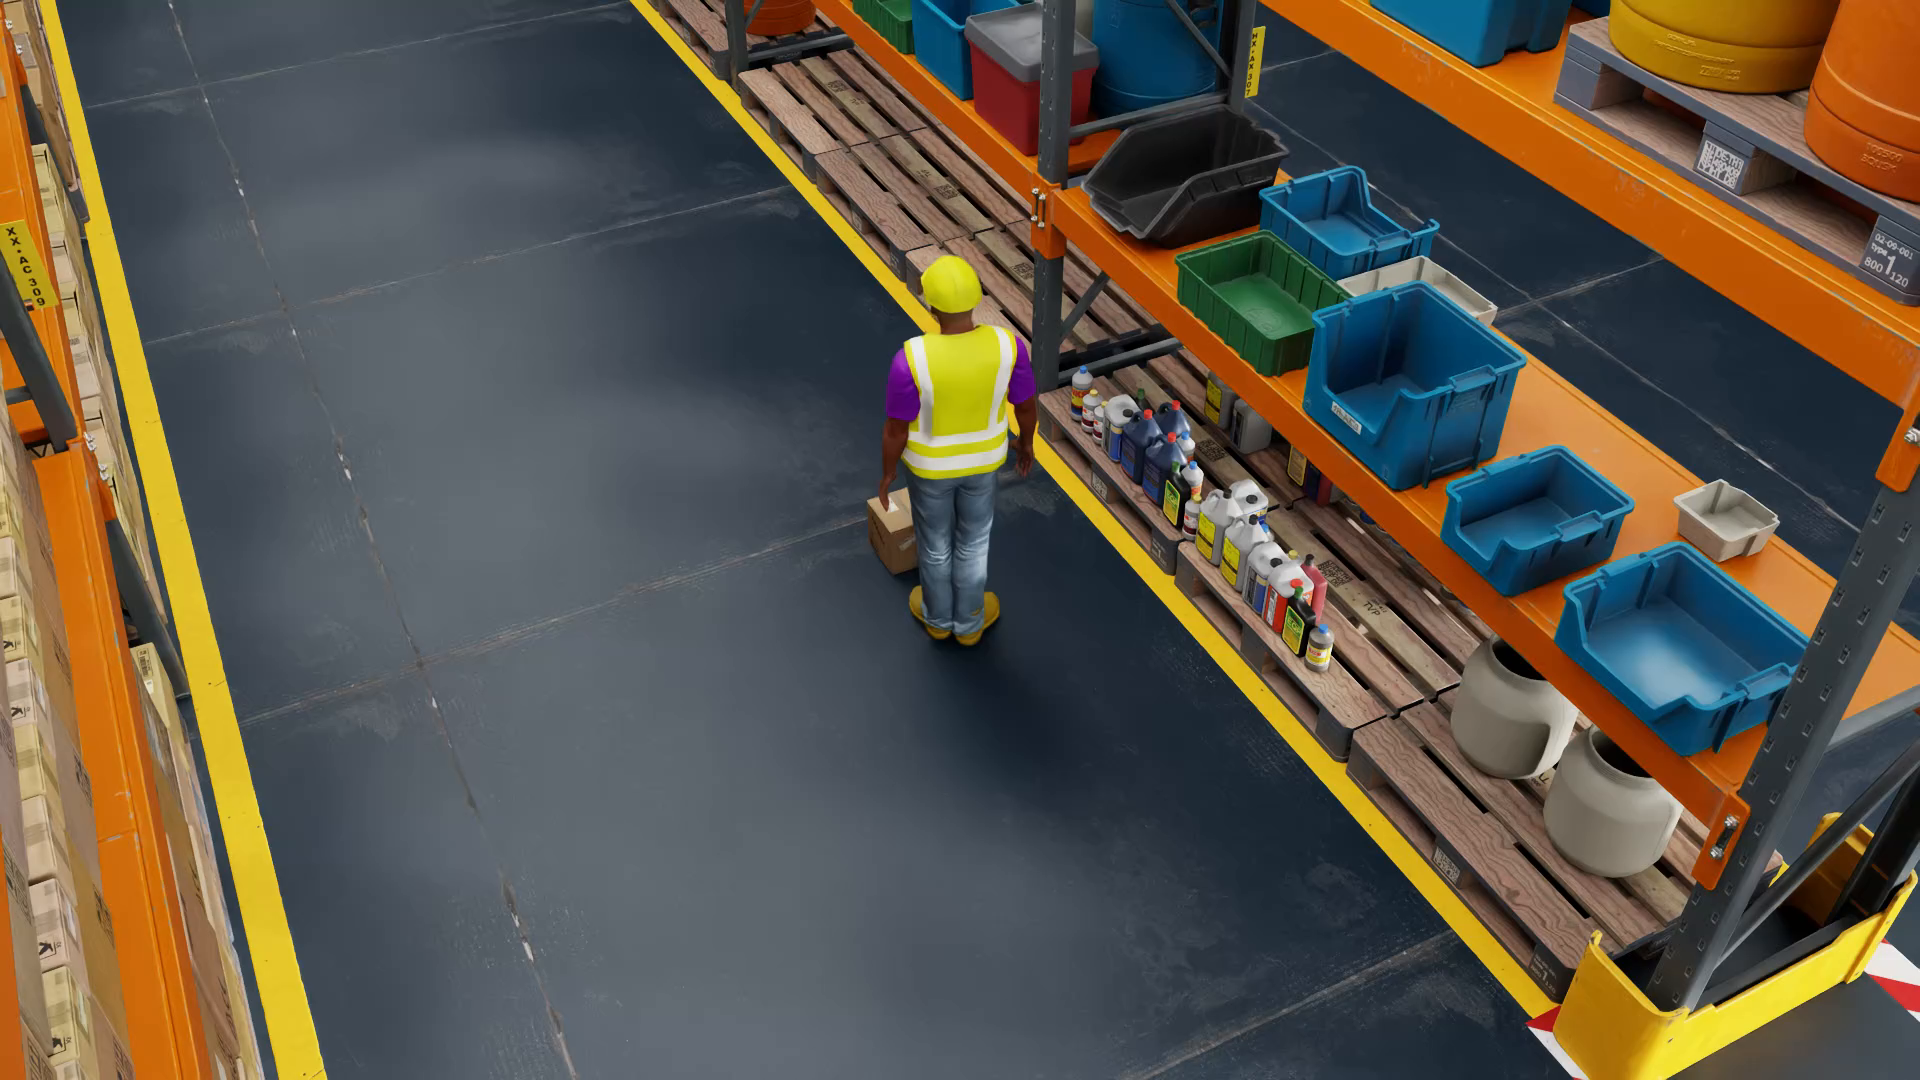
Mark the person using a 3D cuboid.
[{"bbox_3d":[-0.016,-0.331,6.494,0.643,1.766,0.377,-8,42,-9],"label":"person"}]
